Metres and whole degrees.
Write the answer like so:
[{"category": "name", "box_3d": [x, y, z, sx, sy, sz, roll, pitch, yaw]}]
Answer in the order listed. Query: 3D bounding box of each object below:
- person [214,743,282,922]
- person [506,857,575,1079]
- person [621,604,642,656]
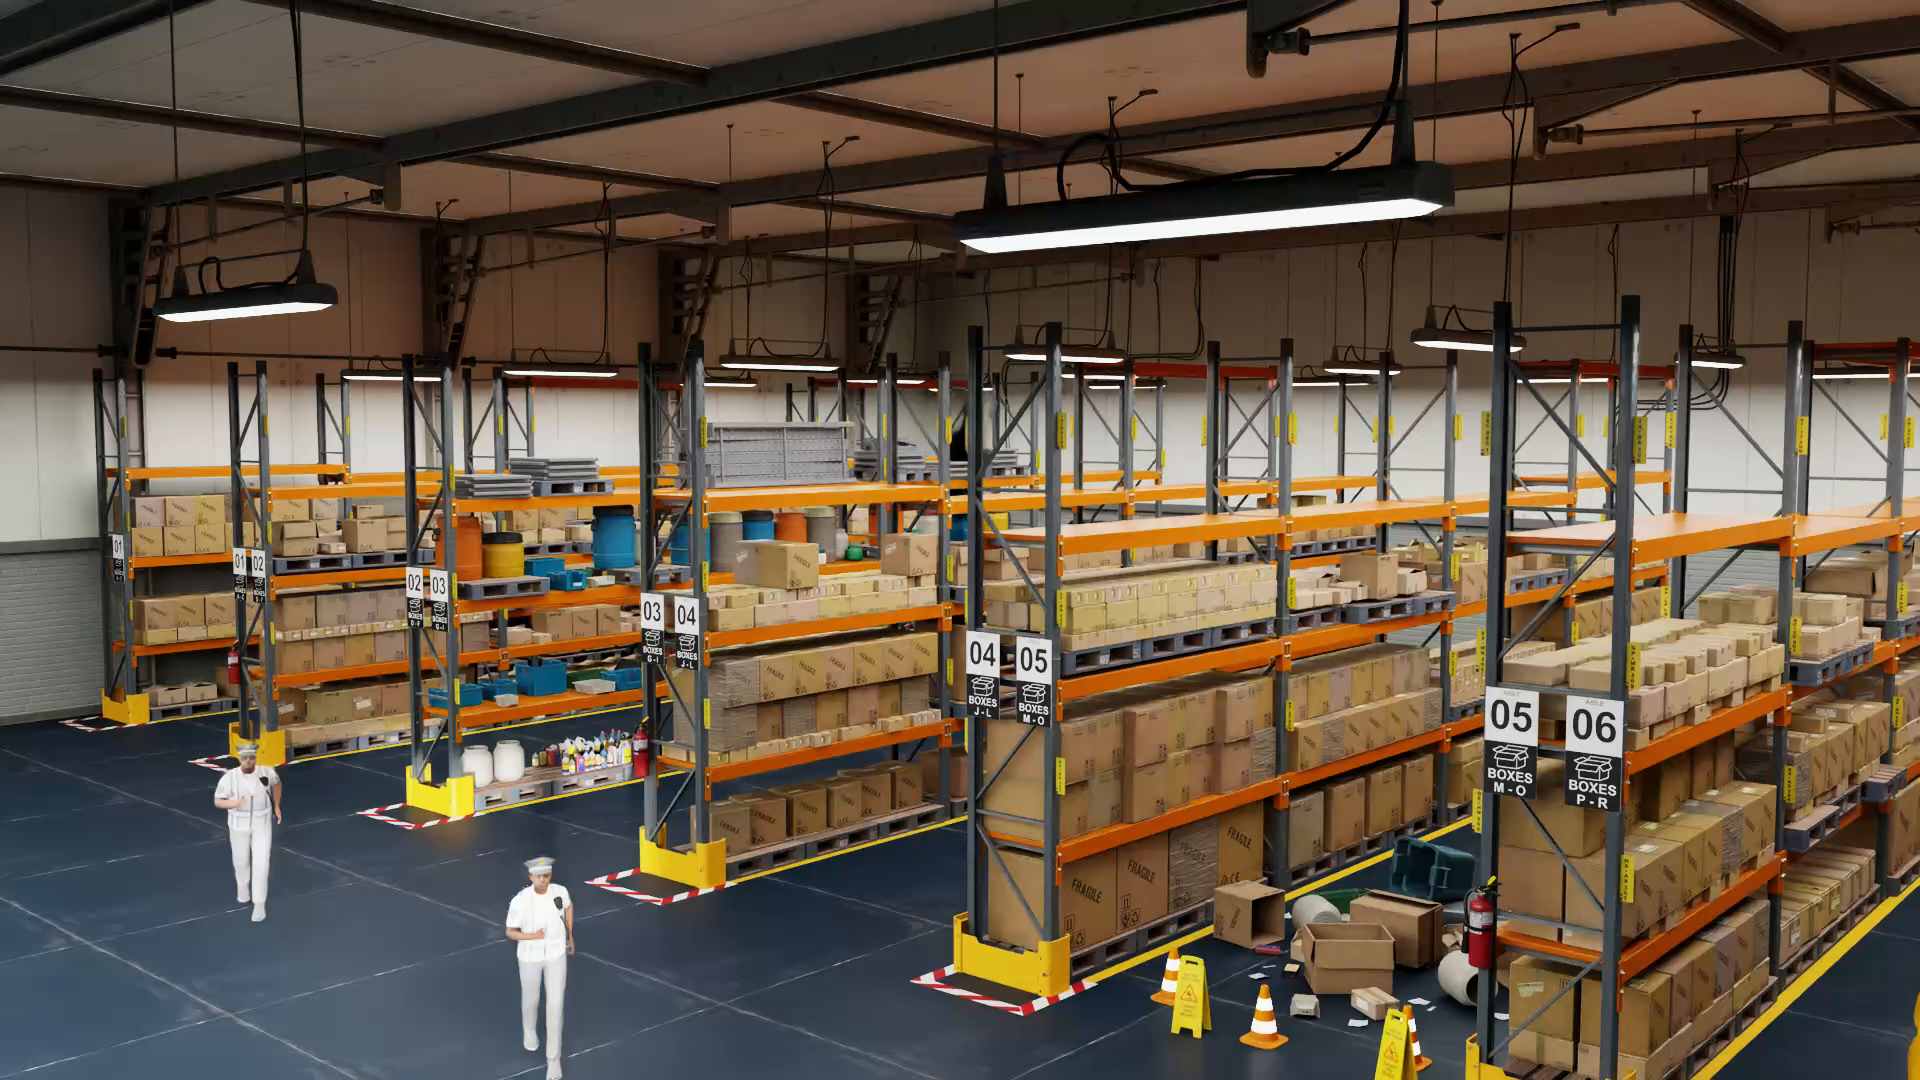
[{"category": "person", "box_3d": [-7.415, 2.981, 17.341, 0.641, 1.795, 0.959, -2, 5, -24]}, {"category": "person", "box_3d": [-3.342, 3.328, 13.207, 0.528, 1.716, 0.901, -2, 5, -21]}, {"category": "person", "box_3d": [-6.342, 2.000, 32.946, 0.557, 1.548, 0.894, 4, 5, 40]}]
